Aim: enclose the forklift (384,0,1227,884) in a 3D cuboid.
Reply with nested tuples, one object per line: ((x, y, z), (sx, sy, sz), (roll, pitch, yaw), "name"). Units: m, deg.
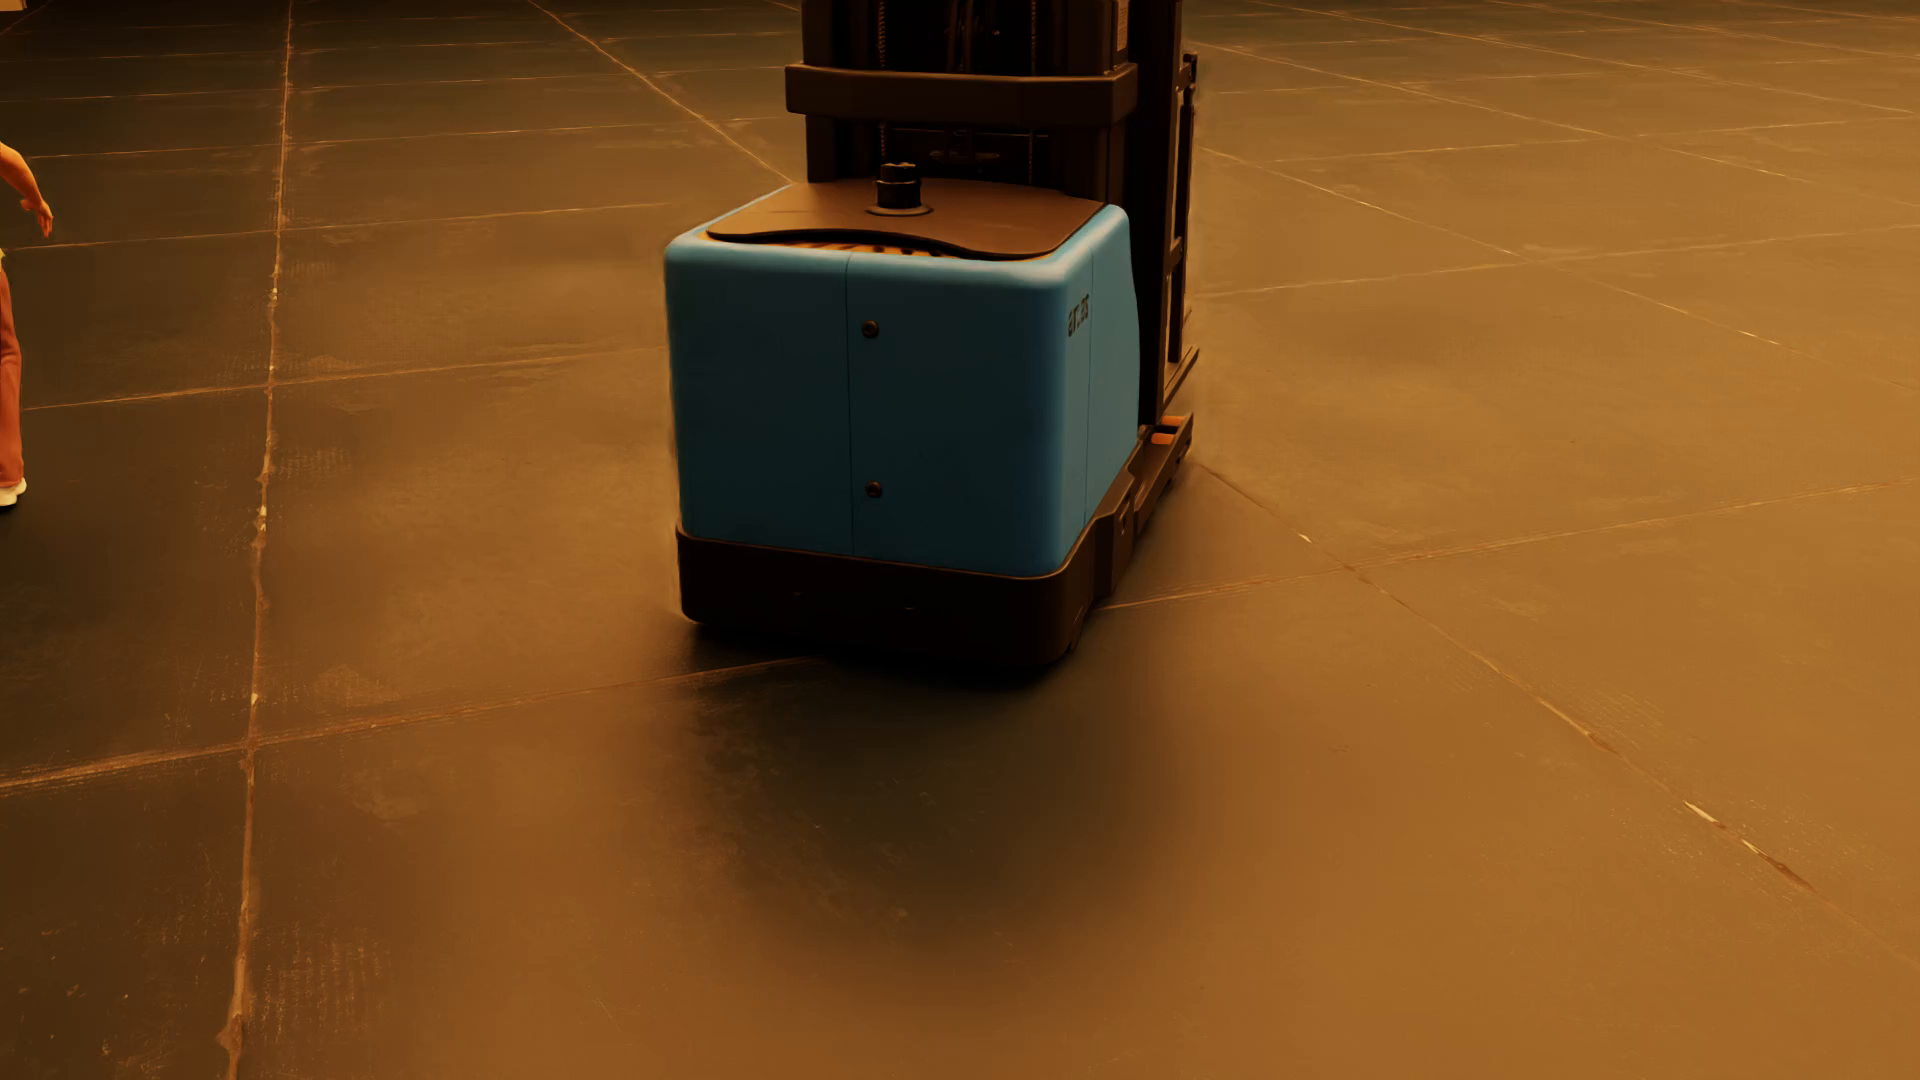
((-0.220, -1.112, 3.944), (1.130, 2.935, 3.031), (10, 25, 22), "forklift")
